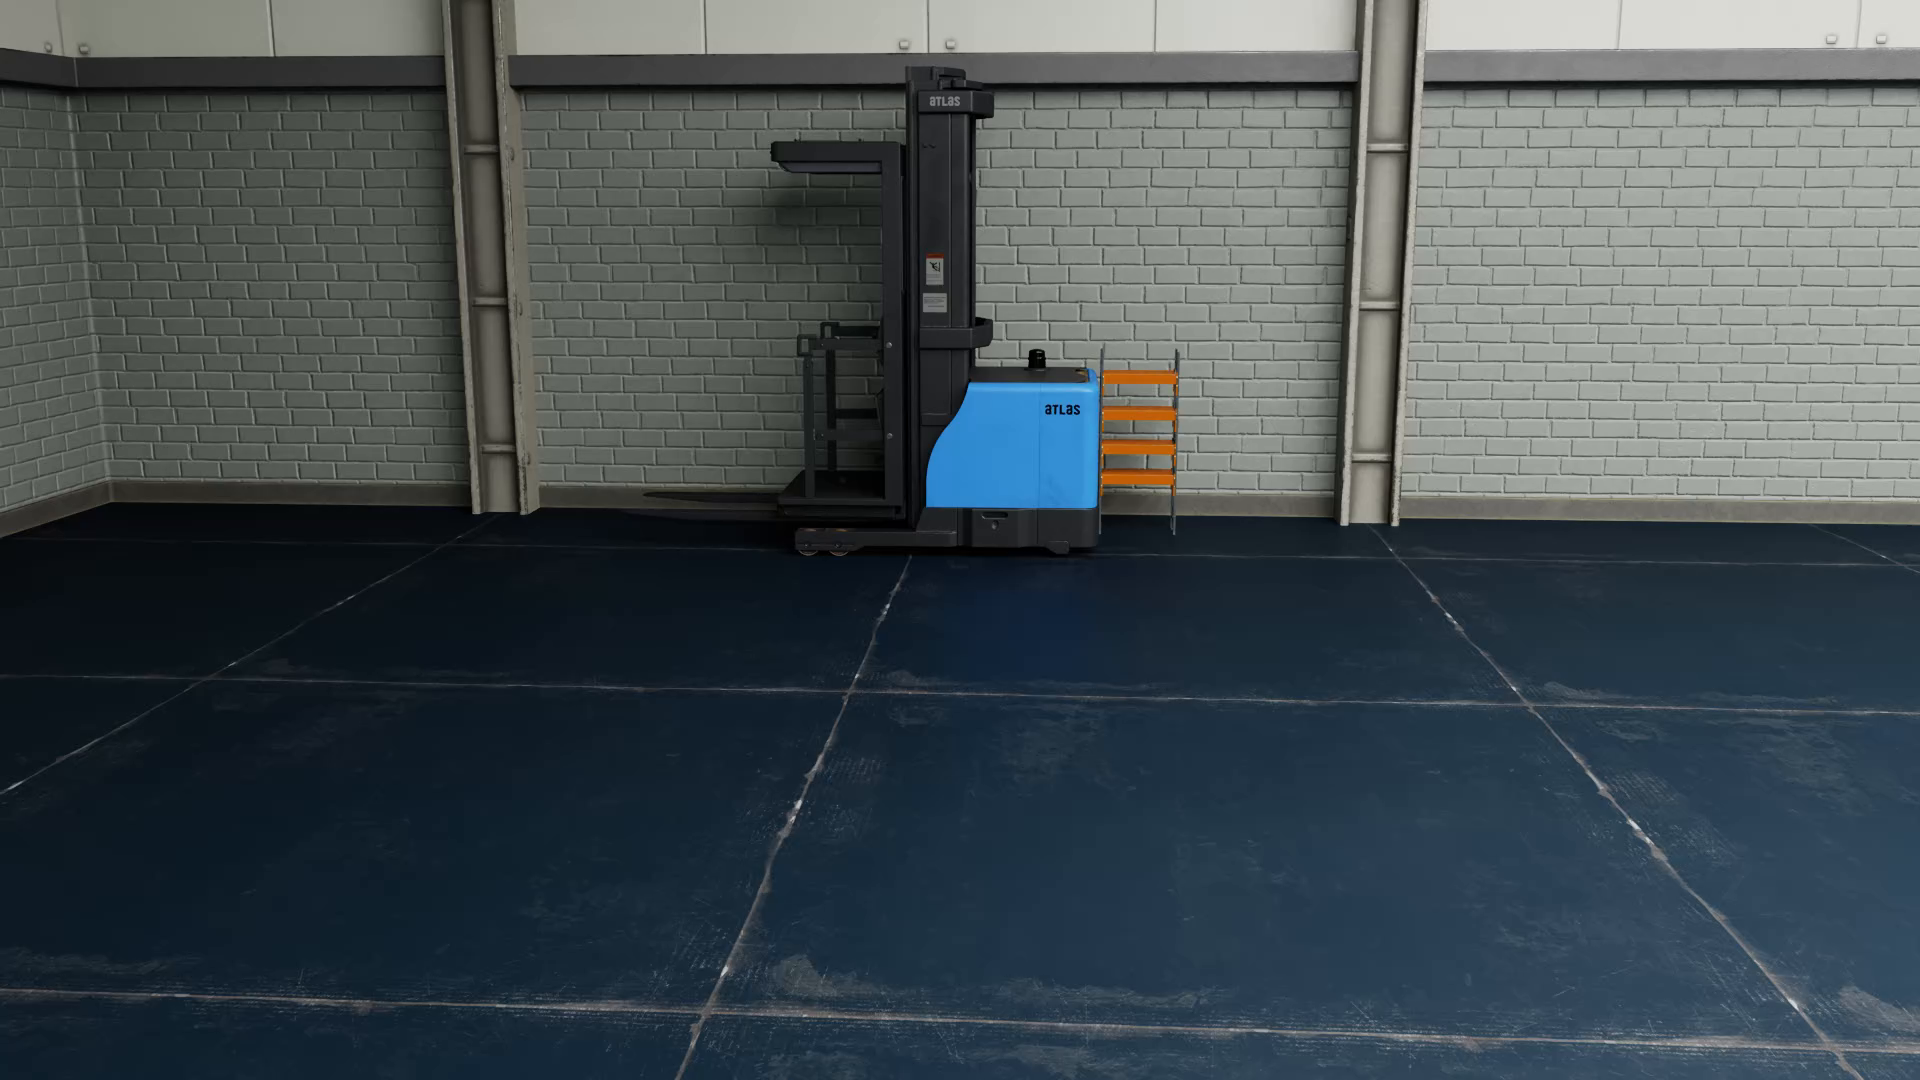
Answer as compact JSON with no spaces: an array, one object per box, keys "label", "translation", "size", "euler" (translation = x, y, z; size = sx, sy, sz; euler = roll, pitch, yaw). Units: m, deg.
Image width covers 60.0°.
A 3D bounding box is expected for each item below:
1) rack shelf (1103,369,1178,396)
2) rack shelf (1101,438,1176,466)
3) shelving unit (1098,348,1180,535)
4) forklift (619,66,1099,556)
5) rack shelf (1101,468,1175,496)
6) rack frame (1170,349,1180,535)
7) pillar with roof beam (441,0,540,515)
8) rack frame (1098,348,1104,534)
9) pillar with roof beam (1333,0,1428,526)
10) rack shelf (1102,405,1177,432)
[{"label":"rack shelf","translation":[1.169,-1.032,10.850],"size":[0.480,0.148,0.258],"euler":[1,12,3]},{"label":"rack shelf","translation":[1.169,-0.581,10.944],"size":[0.480,0.148,0.258],"euler":[1,12,3]},{"label":"shelving unit","translation":[1.169,-0.647,10.930],"size":[0.503,1.200,0.258],"euler":[1,12,3]},{"label":"forklift","translation":[-0.629,-1.443,10.506],"size":[3.031,2.935,1.130],"euler":[1,12,3]},{"label":"rack shelf","translation":[1.169,-0.387,10.985],"size":[0.480,0.148,0.258],"euler":[1,12,3]},{"label":"rack frame","translation":[1.412,-0.644,10.917],"size":[0.015,1.200,0.240],"euler":[1,12,3]},{"label":"pillar with roof beam","translation":[-3.497,-3.736,6.652],"size":[0.400,9.000,9.100],"euler":[1,12,4]},{"label":"rack frame","translation":[0.925,-0.650,10.943],"size":[0.015,1.200,0.240],"euler":[1,12,3]},{"label":"pillar with roof beam","translation":[2.489,-3.654,6.260],"size":[0.400,9.000,9.100],"euler":[1,12,4]},{"label":"rack shelf","translation":[1.169,-0.800,10.898],"size":[0.480,0.148,0.258],"euler":[1,12,3]}]
